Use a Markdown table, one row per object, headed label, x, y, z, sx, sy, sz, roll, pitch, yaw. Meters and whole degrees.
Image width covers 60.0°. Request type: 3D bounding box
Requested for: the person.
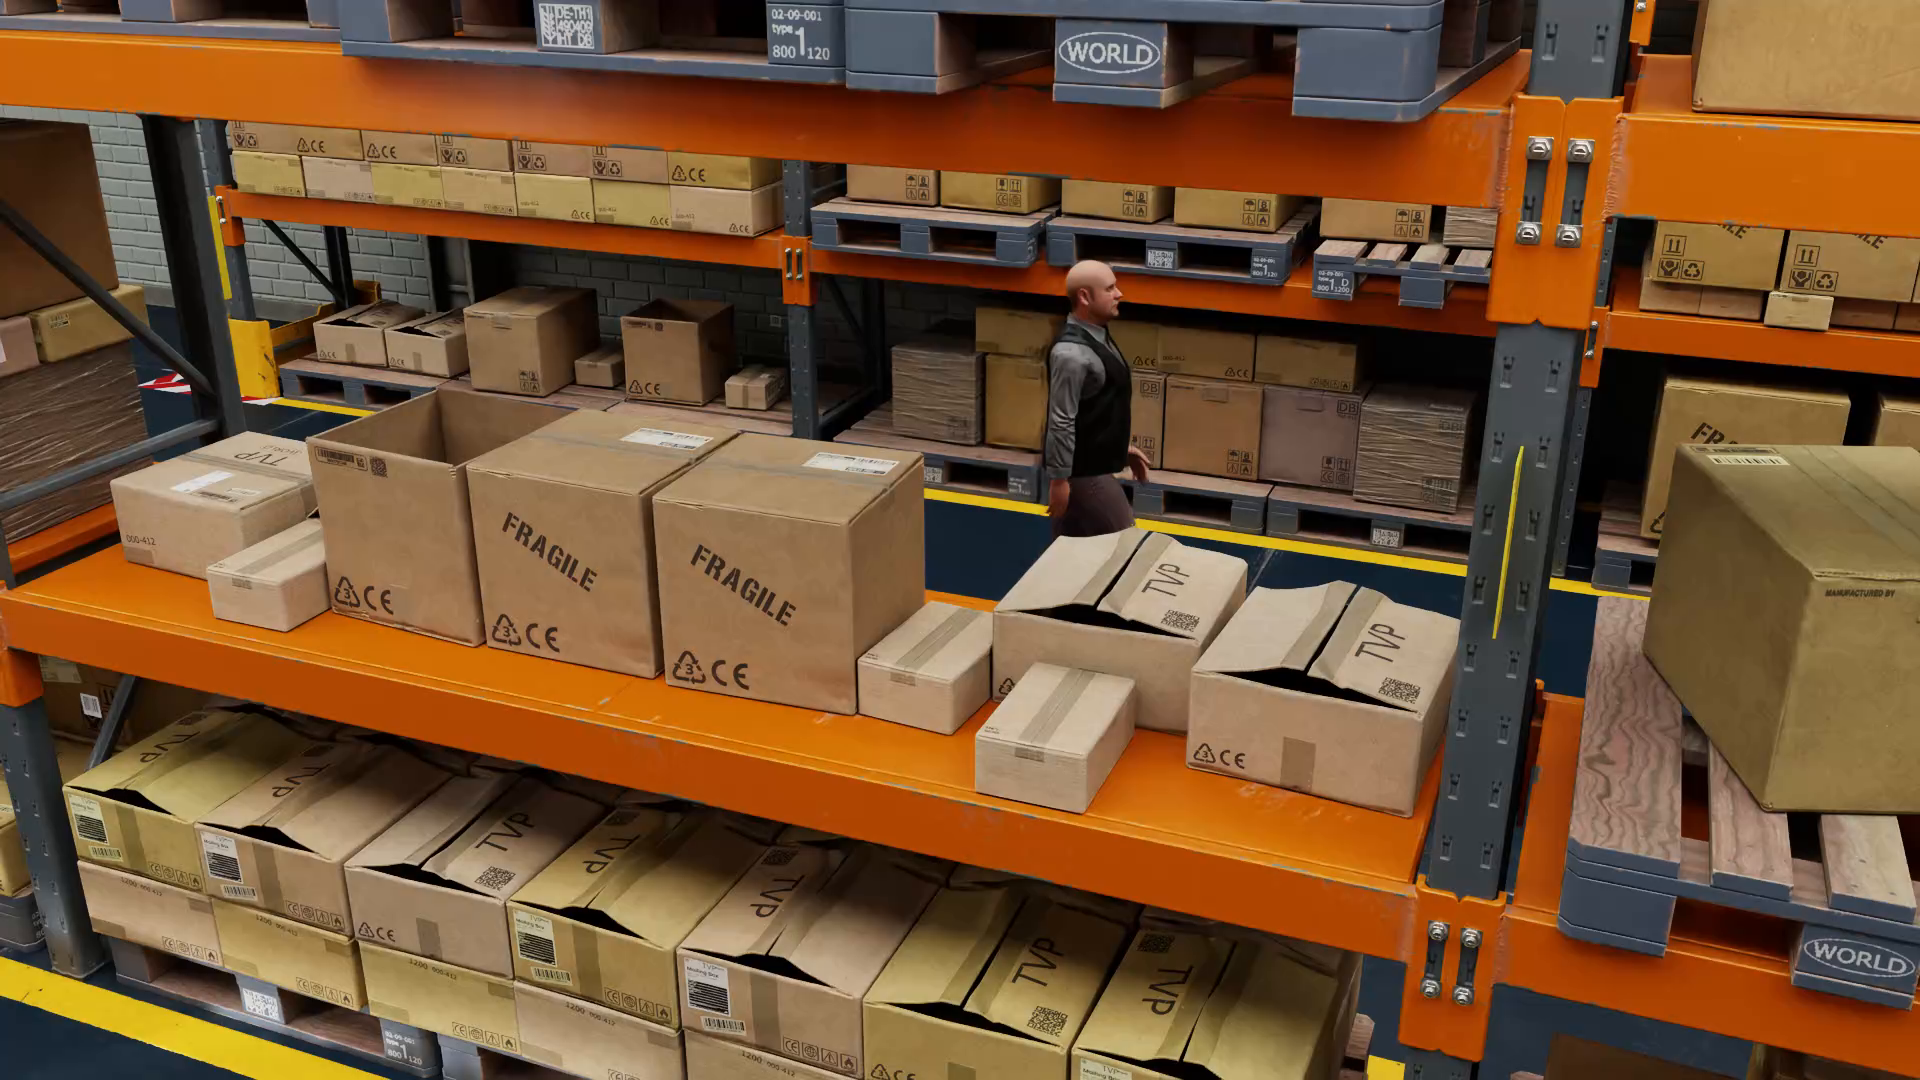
| label | x | y | z | sx | sy | sz | roll | pitch | yaw |
| --- | --- | --- | --- | --- | --- | --- | --- | --- | --- |
| person | 0.528 | -0.254 | 6.781 | 0.592 | 1.783 | 0.550 | 3 | 22 | 7 |
